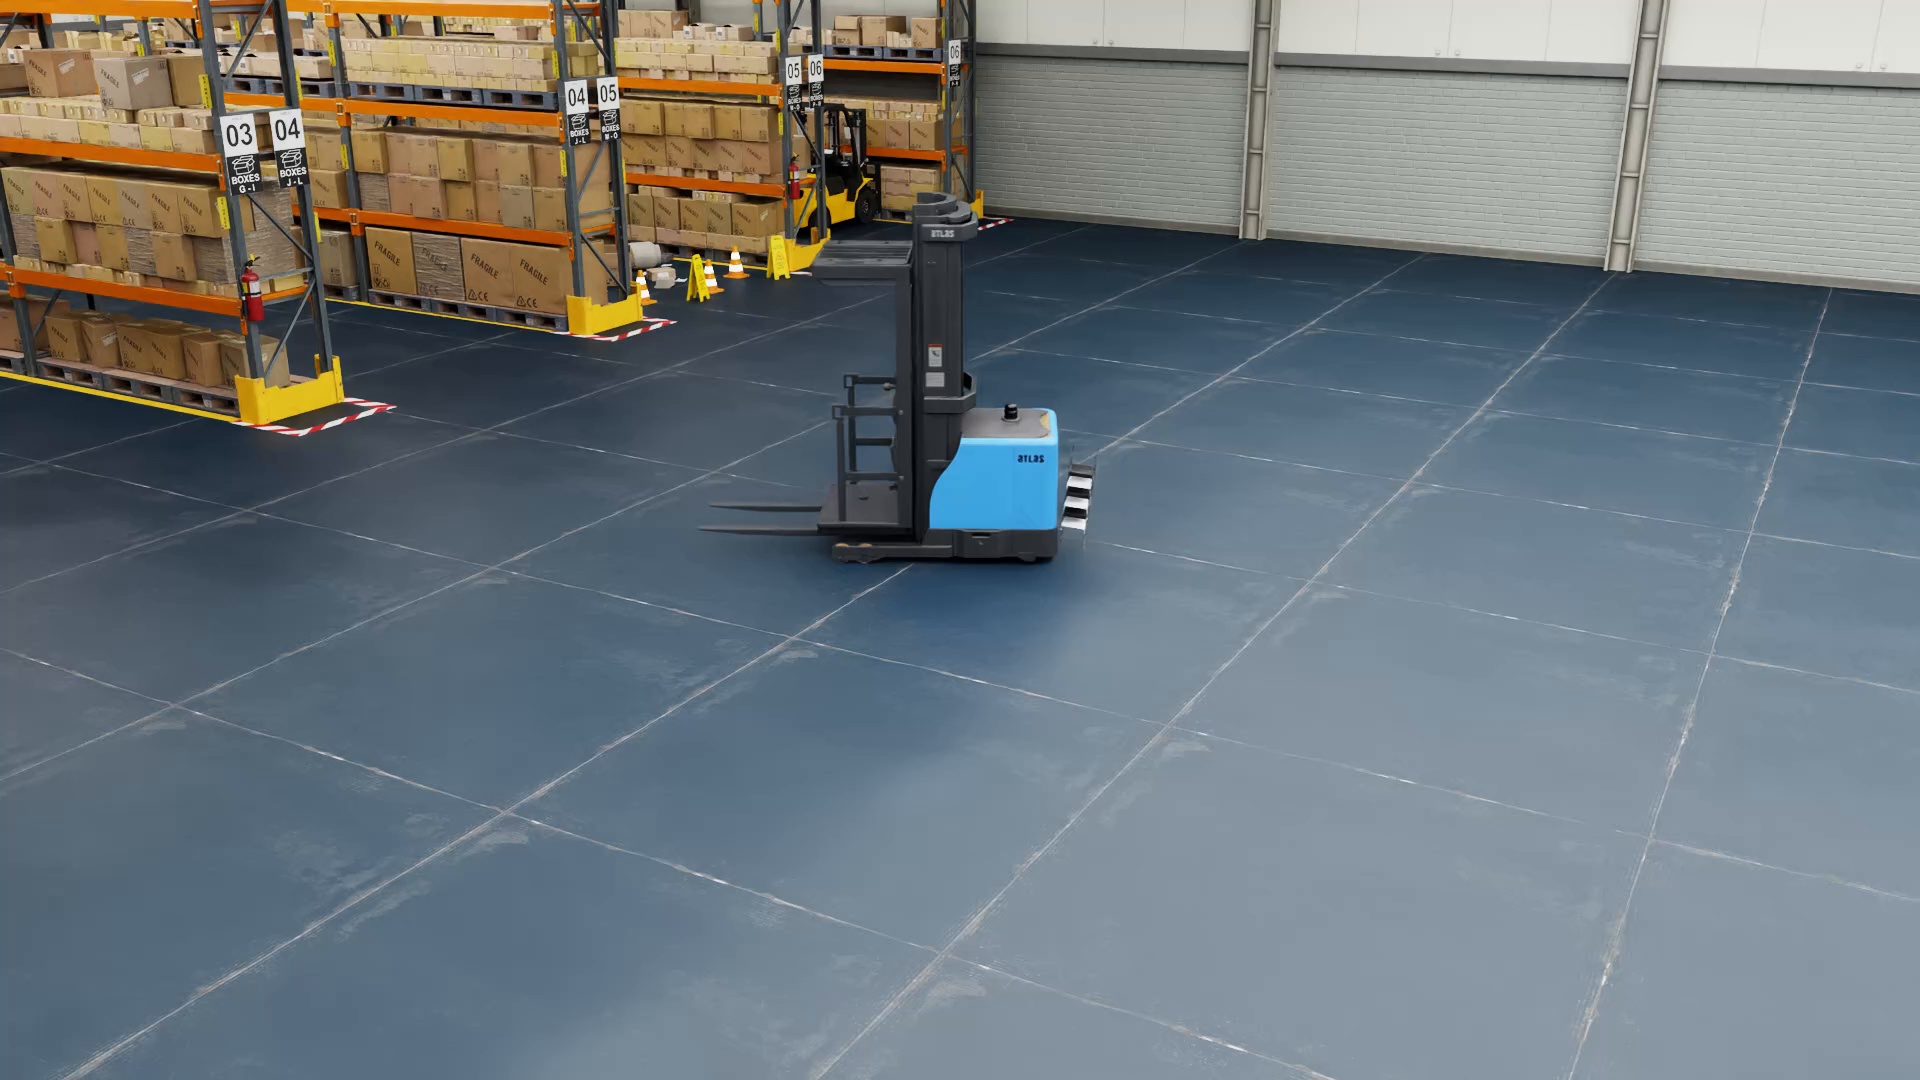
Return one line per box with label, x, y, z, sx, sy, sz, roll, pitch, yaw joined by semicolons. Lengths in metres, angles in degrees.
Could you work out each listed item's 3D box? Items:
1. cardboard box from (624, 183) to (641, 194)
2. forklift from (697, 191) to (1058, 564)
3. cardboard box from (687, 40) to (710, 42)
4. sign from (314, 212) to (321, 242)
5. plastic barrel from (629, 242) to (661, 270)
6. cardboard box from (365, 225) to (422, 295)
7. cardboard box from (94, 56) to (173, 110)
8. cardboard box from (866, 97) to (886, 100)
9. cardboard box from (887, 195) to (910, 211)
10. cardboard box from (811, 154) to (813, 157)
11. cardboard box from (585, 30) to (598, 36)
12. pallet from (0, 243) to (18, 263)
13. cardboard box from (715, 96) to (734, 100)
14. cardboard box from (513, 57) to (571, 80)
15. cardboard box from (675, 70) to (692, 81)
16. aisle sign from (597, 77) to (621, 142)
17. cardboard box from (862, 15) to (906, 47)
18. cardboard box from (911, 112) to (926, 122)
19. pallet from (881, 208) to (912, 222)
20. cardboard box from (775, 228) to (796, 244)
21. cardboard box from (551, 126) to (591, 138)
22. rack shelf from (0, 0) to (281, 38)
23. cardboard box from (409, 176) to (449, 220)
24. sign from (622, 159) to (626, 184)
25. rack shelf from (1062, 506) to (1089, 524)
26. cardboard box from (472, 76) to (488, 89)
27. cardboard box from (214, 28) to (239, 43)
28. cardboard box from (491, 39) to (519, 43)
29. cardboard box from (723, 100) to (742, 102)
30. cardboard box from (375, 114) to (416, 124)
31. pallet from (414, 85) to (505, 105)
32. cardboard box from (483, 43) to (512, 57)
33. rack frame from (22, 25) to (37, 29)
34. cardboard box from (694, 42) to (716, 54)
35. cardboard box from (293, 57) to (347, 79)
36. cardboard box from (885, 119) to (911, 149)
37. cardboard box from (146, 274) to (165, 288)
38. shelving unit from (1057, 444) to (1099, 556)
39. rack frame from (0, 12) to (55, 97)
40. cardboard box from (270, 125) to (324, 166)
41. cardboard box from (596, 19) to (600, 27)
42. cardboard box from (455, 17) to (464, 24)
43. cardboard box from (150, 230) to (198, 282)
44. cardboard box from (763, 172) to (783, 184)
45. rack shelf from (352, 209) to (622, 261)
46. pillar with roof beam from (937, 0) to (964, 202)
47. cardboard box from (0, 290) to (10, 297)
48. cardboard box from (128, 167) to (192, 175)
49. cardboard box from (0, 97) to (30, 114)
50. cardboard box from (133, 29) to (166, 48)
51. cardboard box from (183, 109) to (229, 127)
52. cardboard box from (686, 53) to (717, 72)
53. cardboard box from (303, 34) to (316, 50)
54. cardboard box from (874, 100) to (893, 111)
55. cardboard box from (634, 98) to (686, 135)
cardboard box;-5.453;-5.781;27.268;0.250;0.149;0.380;11;23;28
forklift;-0.691;-1.361;13.818;3.031;2.935;1.130;1;20;2
cardboard box;-4.133;-7.885;26.504;0.250;0.149;0.380;11;23;28
sign;-6.993;-3.389;18.038;0.005;0.325;0.100;11;23;27
plastic barrel;-4.966;-4.452;26.017;0.512;0.421;0.421;-7;21;-20
cardboard box;-7.727;-4.018;23.544;0.875;0.875;0.875;11;23;28
cardboard box;-8.734;-4.834;17.579;0.500;0.500;0.500;11;23;27
cardboard box;-1.532;-8.125;30.832;0.250;0.149;0.380;11;23;28
cardboard box;-1.001;-6.223;30.538;0.500;0.250;0.500;11;23;27
cardboard box;-2.975;-7.264;31.943;0.500;0.250;0.500;11;23;28
cardboard box;-7.418;-10.093;33.028;0.250;0.149;0.380;11;23;28
pallet;-11.346;-3.565;20.077;1.213;0.211;1.003;11;23;27
cardboard box;-4.566;-8.575;32.509;0.250;0.149;0.380;11;23;27
cardboard box;-5.314;-6.002;21.135;0.500;0.250;0.500;11;23;28
cardboard box;-4.235;-7.280;26.007;0.250;0.149;0.380;10;22;27
aisle sign;-4.542;-5.579;21.535;0.004;0.787;0.394;11;23;27
cardboard box;-1.358;-9.151;29.886;0.500;0.500;0.700;11;23;28
cardboard box;-0.684;-7.608;29.843;0.250;0.149;0.380;11;23;28
pallet;-0.695;-6.052;30.741;1.213;0.211;1.003;11;23;27
cardboard box;-2.994;-4.892;26.868;0.500;0.250;0.500;11;22;27
cardboard box;-6.432;-6.828;27.591;0.500;0.500;0.500;10;22;26
rack shelf;-9.004;-5.633;17.758;4.000;0.370;1.077;11;23;27
cardboard box;-7.009;-4.748;22.836;0.550;0.550;0.875;11;23;27
sign;-4.474;-4.888;22.056;0.005;0.325;0.100;11;23;27
rack shelf;0.977;-0.226;14.001;0.200;0.077;0.258;9;21;7
cardboard box;-6.095;-5.940;21.549;0.250;0.149;0.380;10;22;27
cardboard box;-13.614;-9.368;30.828;0.258;0.266;0.396;12;23;29
cardboard box;-5.996;-6.553;22.069;0.250;0.149;0.380;10;22;27
cardboard box;-4.328;-8.350;31.888;0.250;0.149;0.380;11;23;27
cardboard box;-9.988;-7.626;29.376;0.500;0.500;0.500;10;22;26
pallet;-6.472;-5.971;22.158;1.213;0.211;1.003;11;23;27
cardboard box;-5.878;-6.273;21.298;0.250;0.149;0.380;11;23;28
rack frame;-15.227;-9.096;26.243;0.127;3.000;1.000;11;23;27
cardboard box;-3.924;-7.648;25.852;0.250;0.149;0.380;10;22;26
cardboard box;-8.937;-6.599;23.217;0.500;0.250;0.500;11;23;28
cardboard box;-1.013;-7.388;30.188;0.500;0.500;0.500;12;23;29
cardboard box;-8.706;-2.891;18.304;0.250;0.149;0.380;11;23;27
shelving unit;0.990;-0.340;13.958;0.210;0.900;0.258;9;21;7
rack frame;-10.750;-6.305;18.551;0.127;3.000;1.000;11;23;27
cardboard box;-9.570;-5.712;24.100;0.500;0.500;0.700;11;23;28
cardboard box;-7.178;-10.389;33.408;0.250;0.149;0.380;10;22;25
cardboard box;-10.169;-10.717;34.282;0.250;0.149;0.380;11;23;28
cardboard box;-8.219;-3.154;18.078;0.500;0.500;0.875;11;23;27
cardboard box;-2.855;-5.651;25.912;0.250;0.149;0.380;12;23;29
rack shelf;-6.496;-4.274;22.804;4.000;0.370;1.077;11;23;27
pillar with roof beam;-2.275;-9.171;26.452;0.400;9.000;9.100;11;23;27
cardboard box;-12.171;-2.803;20.715;0.500;0.500;0.700;9;22;23
cardboard box;-8.914;-3.899;18.665;0.500;0.500;0.500;11;23;27
cardboard box;-10.616;-4.866;18.619;0.250;0.149;0.380;10;22;26
cardboard box;-12.403;-7.662;25.421;0.258;0.266;0.396;11;23;27
cardboard box;-7.822;-4.379;17.273;0.250;0.149;0.380;10;22;26
cardboard box;-3.896;-7.423;25.816;0.500;0.250;0.500;12;23;29
cardboard box;-11.476;-8.902;29.690;0.258;0.266;0.396;13;24;32
cardboard box;-1.357;-7.878;30.151;0.250;0.149;0.380;11;23;29
cardboard box;-4.778;-6.772;26.585;0.500;0.500;0.700;10;22;26
